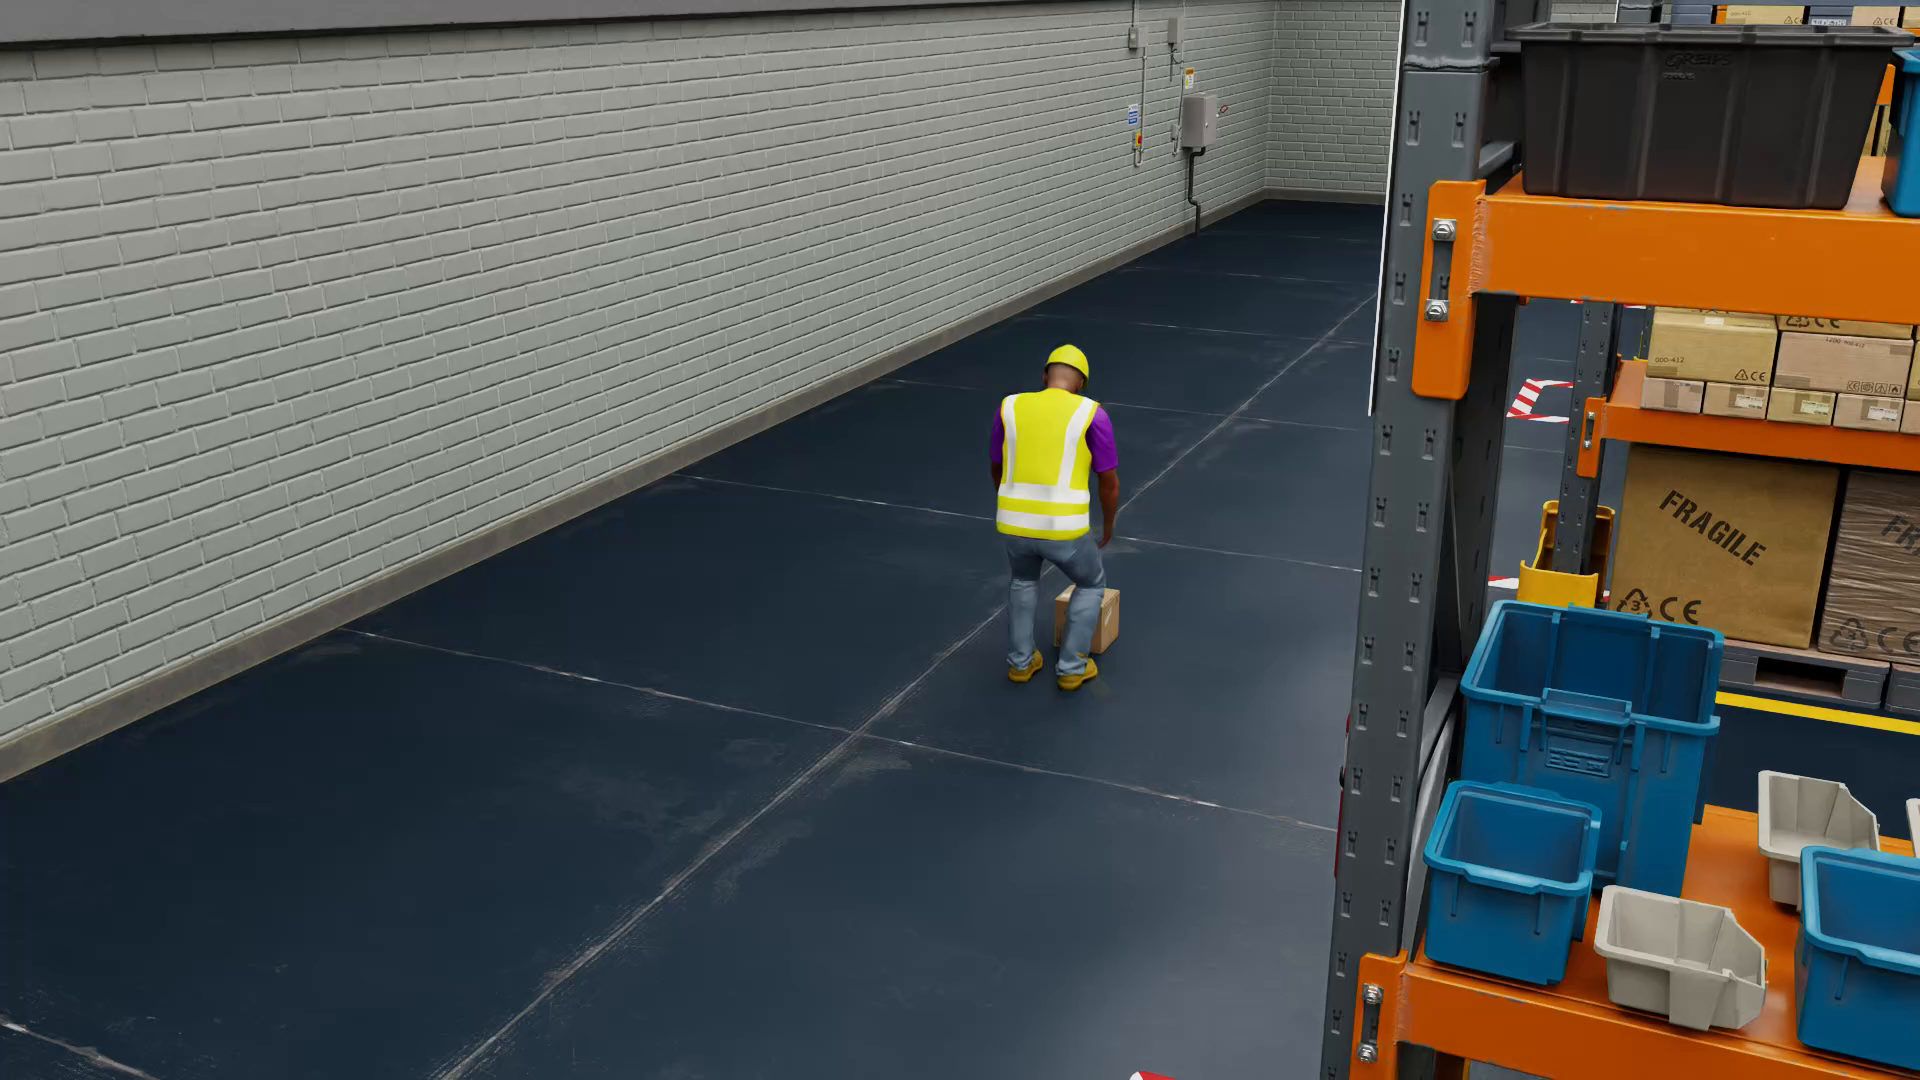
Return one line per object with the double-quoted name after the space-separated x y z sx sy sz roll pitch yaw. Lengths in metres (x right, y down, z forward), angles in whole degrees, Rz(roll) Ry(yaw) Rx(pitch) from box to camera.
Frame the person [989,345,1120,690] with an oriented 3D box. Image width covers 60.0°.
0.410 -0.102 7.672 0.625 1.544 0.666 8 21 23 "person"
